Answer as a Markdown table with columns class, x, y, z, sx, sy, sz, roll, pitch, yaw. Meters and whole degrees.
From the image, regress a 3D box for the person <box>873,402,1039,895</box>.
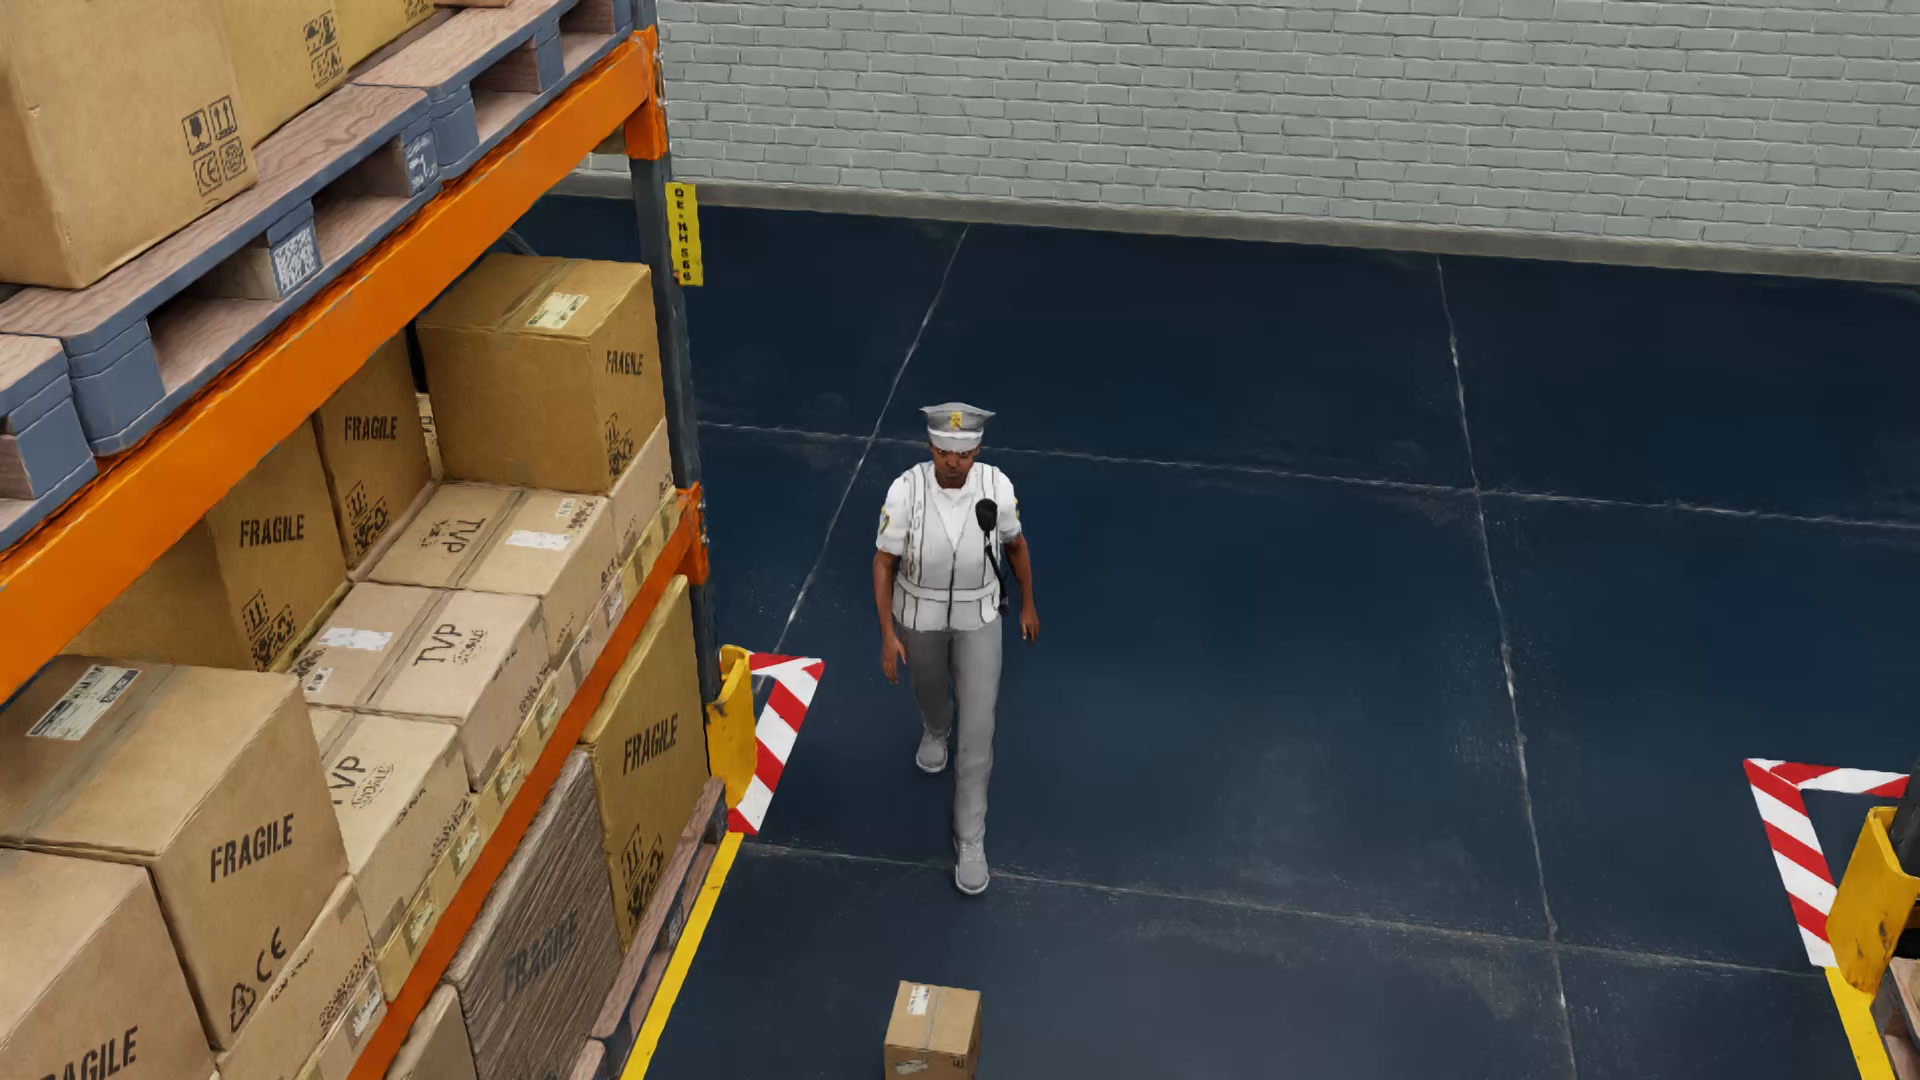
| class | x | y | z | sx | sy | sz | roll | pitch | yaw |
| --- | --- | --- | --- | --- | --- | --- | --- | --- | --- |
| person | -0.005 | 0.292 | 5.669 | 0.576 | 1.647 | 0.945 | -1 | 33 | -1 |
